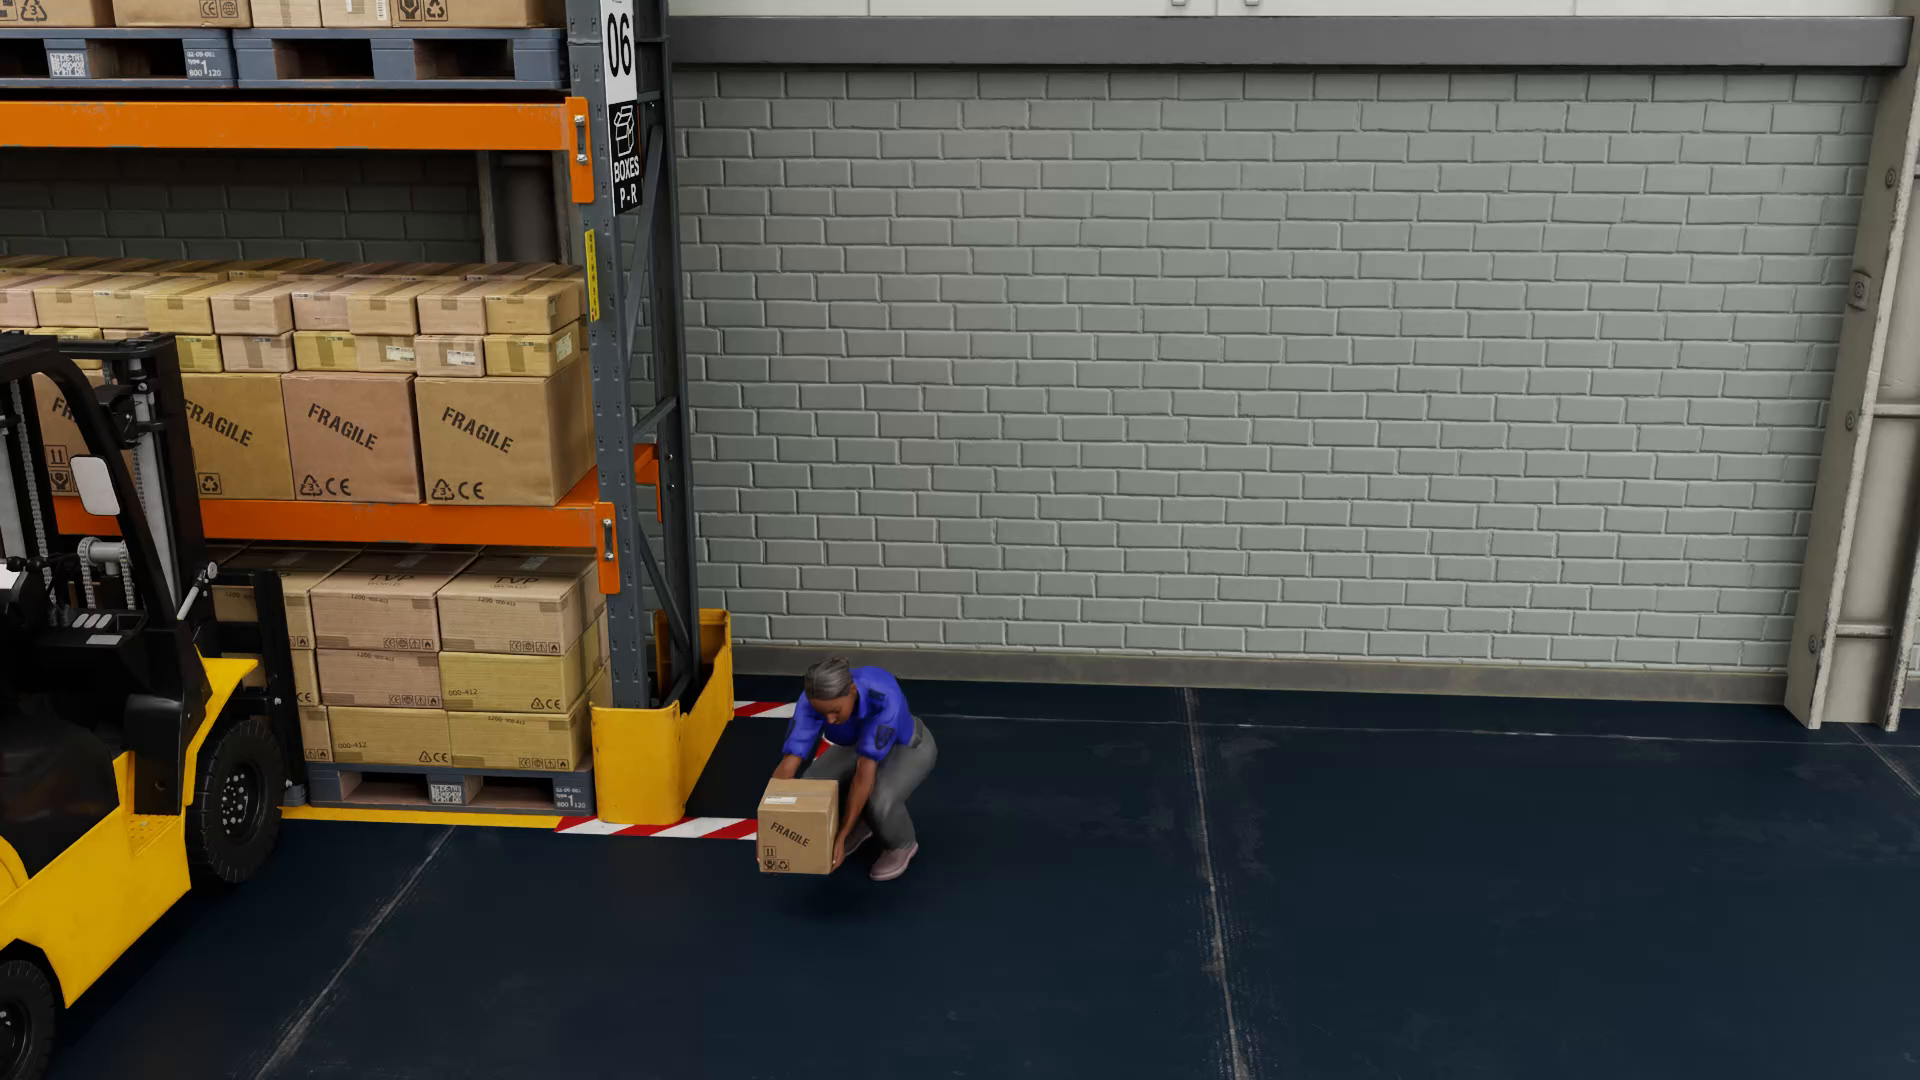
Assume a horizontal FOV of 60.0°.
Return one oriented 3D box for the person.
[{"bbox_3d":[-0.413,0.820,6.182,0.454,0.946,0.879,10,20,29],"label":"person"}]
